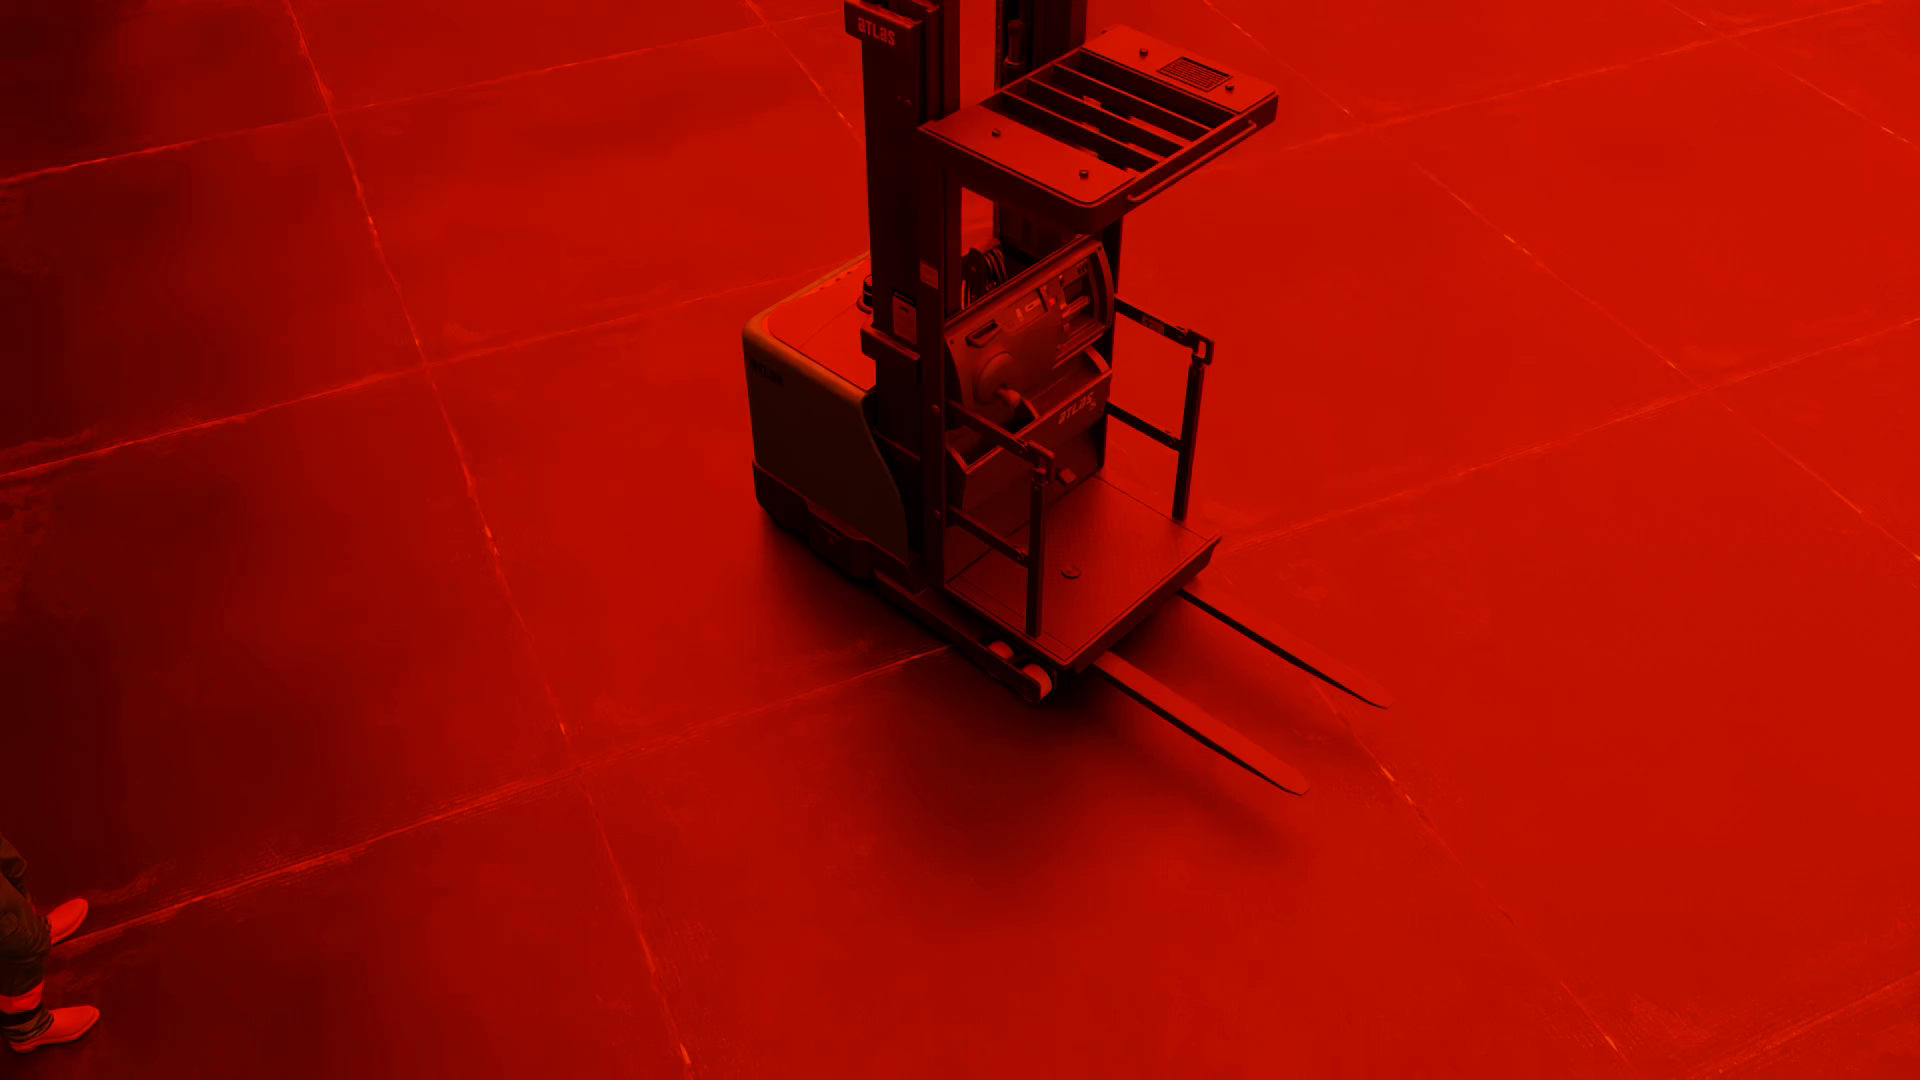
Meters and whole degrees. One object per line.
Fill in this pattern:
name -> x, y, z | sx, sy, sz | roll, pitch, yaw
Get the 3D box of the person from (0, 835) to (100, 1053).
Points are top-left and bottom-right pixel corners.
person -> -3.258, 1.035, 5.434 | 0.420, 1.755, 0.818 | -24, 48, -23

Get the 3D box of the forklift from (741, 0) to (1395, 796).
forklift -> 0.445, -0.788, 6.525 | 3.031, 2.935, 1.130 | 32, 52, 30
